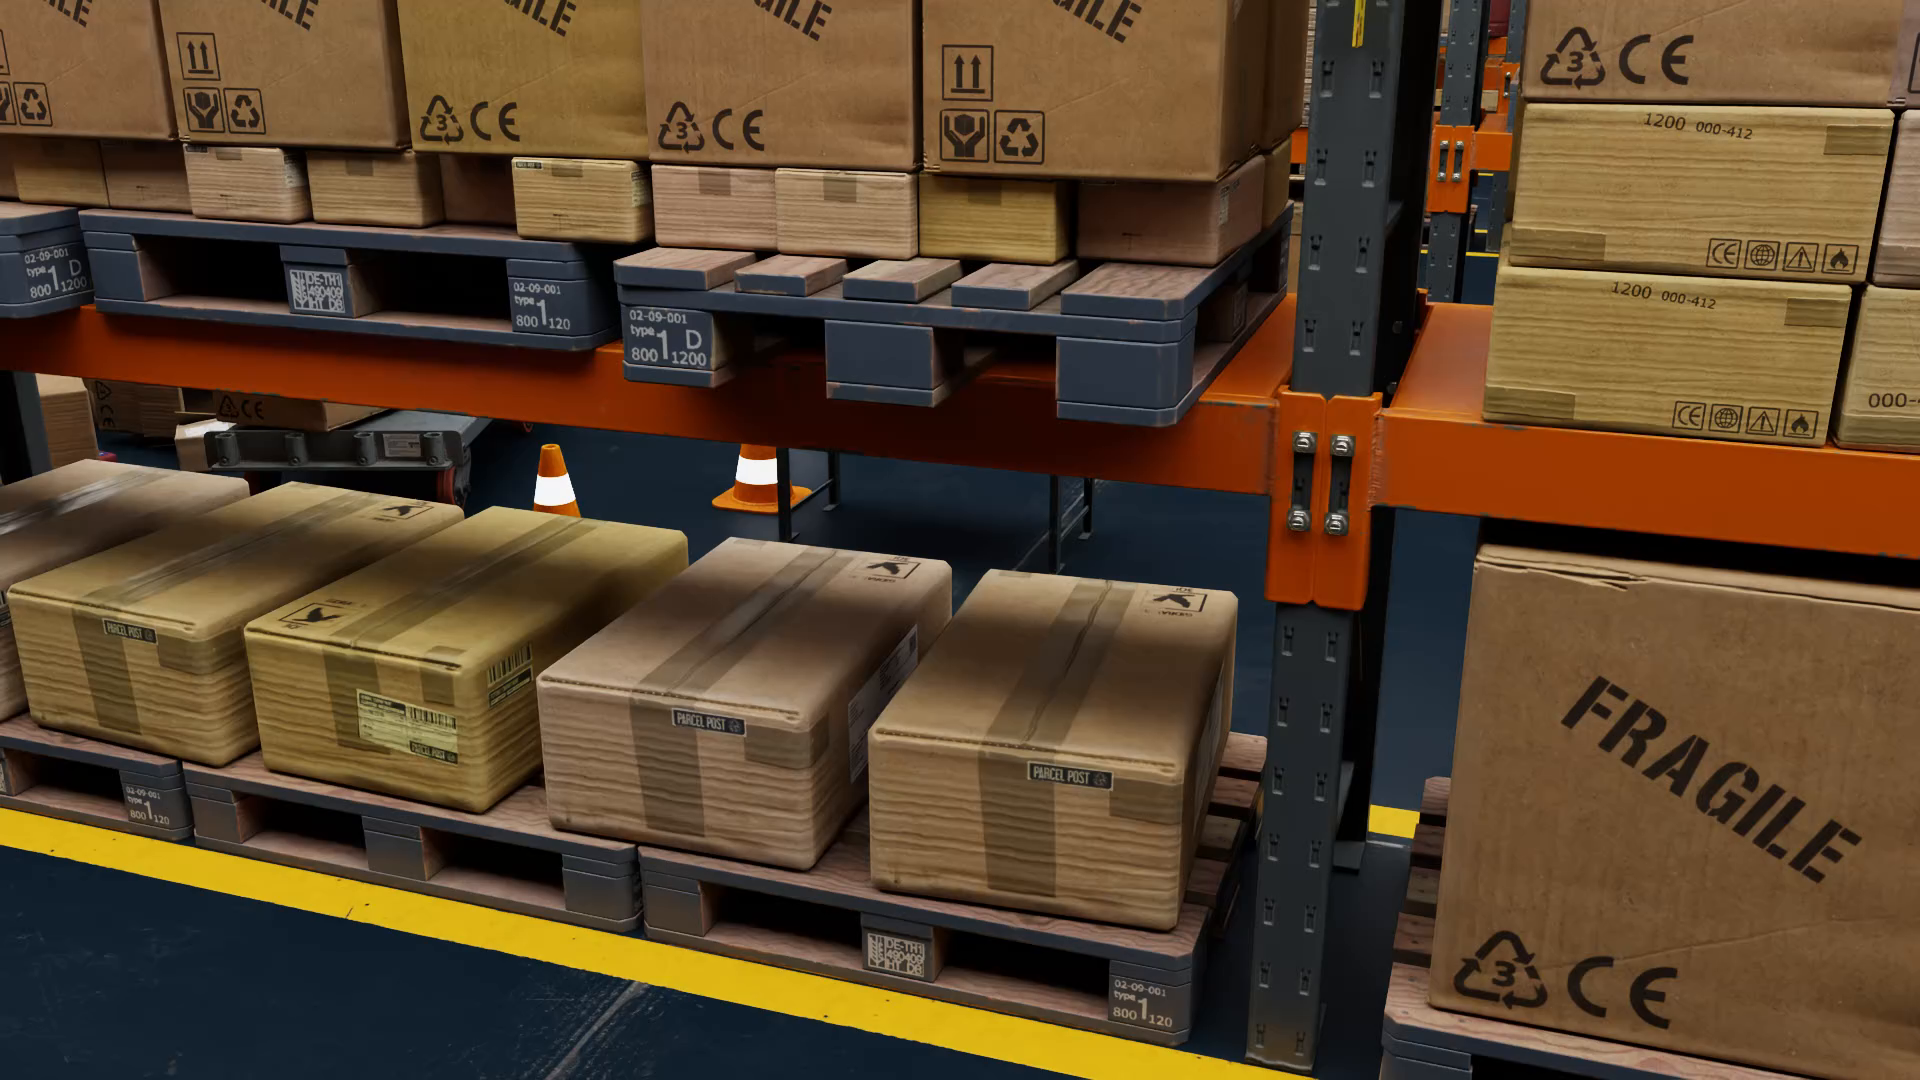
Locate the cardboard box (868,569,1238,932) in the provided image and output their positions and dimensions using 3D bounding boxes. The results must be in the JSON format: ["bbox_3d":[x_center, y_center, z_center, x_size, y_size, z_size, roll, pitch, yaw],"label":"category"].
[{"bbox_3d":[0.240,0.418,3.674,0.625,0.372,0.950,5,20,14],"label":"cardboard box"}]

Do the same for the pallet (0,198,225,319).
[{"bbox_3d":[-2.334,-0.774,4.031,1.213,0.211,1.003,7,20,18],"label":"pallet"}]

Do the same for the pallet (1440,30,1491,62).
[{"bbox_3d":[3.315,-3.595,12.124,1.003,0.211,1.213,7,20,18],"label":"pallet"}]

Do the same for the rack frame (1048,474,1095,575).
[{"bbox_3d":[0.400,-0.663,5.698,0.032,1.500,0.500,7,20,18],"label":"rack frame"}]

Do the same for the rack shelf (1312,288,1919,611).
[{"bbox_3d":[2.660,-0.005,2.625,4.000,0.370,1.077,7,20,18],"label":"rack shelf"}]

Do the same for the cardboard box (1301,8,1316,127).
[{"bbox_3d":[1.786,-2.123,7.457,0.500,0.500,0.500,7,20,18],"label":"cardboard box"}]

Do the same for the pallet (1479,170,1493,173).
[{"bbox_3d":[4.929,-3.961,17.118,1.213,0.211,1.003,7,20,18],"label":"pallet"}]

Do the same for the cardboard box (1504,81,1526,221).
[{"bbox_3d":[1.312,-0.752,3.146,0.500,0.250,0.500,6,20,18],"label":"cardboard box"}]

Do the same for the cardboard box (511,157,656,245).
[{"bbox_3d":[-0.646,-0.677,3.205,0.250,0.149,0.380,7,20,19],"label":"cardboard box"}]

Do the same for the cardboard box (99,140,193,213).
[{"bbox_3d":[-1.601,-0.810,3.585,0.250,0.149,0.380,7,20,18],"label":"cardboard box"}]

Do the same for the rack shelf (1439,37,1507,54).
[{"bbox_3d":[3.759,-5.058,17.122,4.000,0.370,1.077,7,20,18],"label":"rack shelf"}]

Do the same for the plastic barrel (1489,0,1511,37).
[{"bbox_3d":[5.110,-5.202,16.235,0.708,0.536,0.600,7,20,18],"label":"plastic barrel"}]

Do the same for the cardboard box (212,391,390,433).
[{"bbox_3d":[-2.452,-0.726,6.250,0.500,0.500,0.500,7,20,18],"label":"cardboard box"}]

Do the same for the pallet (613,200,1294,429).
[{"bbox_3d":[0.062,-0.514,3.284,1.003,0.211,1.213,7,20,18],"label":"pallet"}]

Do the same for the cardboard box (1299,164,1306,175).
[{"bbox_3d":[2.855,-2.791,12.656,0.500,0.500,0.700,5,20,14],"label":"cardboard box"}]

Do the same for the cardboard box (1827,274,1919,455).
[{"bbox_3d":[1.641,-0.309,2.632,0.500,0.250,0.500,6,20,16],"label":"cardboard box"}]

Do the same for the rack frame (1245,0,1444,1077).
[{"bbox_3d":[0.771,-0.560,3.127,0.127,3.000,1.000,7,20,18],"label":"rack frame"}]

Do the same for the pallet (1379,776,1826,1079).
[{"bbox_3d":[1.491,0.865,3.274,1.213,0.211,1.003,7,20,18],"label":"pallet"}]

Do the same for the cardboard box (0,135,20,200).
[{"bbox_3d":[-2.064,-0.878,3.781,0.250,0.149,0.380,8,21,22],"label":"cardboard box"}]

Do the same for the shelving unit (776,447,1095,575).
[{"bbox_3d":[-0.081,-0.717,5.856,1.048,1.500,0.538,7,20,18],"label":"shelving unit"}]

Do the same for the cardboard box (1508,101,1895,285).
[{"bbox_3d":[1.168,-0.594,2.692,0.500,0.250,0.500,6,20,18],"label":"cardboard box"}]

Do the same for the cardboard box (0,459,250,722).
[{"bbox_3d":[-2.512,0.106,4.569,0.625,0.372,0.950,7,20,19],"label":"cardboard box"}]

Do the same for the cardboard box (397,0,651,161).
[{"bbox_3d":[-0.719,-1.016,3.191,0.500,0.500,0.500,5,20,14],"label":"cardboard box"}]

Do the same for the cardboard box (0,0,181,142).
[{"bbox_3d":[-1.723,-1.127,3.511,0.500,0.500,0.500,6,20,18],"label":"cardboard box"}]

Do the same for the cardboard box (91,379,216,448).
[{"bbox_3d":[-3.410,-0.809,7.426,0.503,0.637,0.797,7,20,18],"label":"cardboard box"}]

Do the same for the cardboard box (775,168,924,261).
[{"bbox_3d":[-0.146,-0.622,3.047,0.250,0.149,0.380,6,20,18],"label":"cardboard box"}]

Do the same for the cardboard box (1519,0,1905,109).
[{"bbox_3d":[1.156,-0.950,2.575,0.500,0.500,0.500,6,20,16],"label":"cardboard box"}]

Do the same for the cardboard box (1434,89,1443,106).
[{"bbox_3d":[6.212,-5.657,21.287,0.500,0.250,0.500,6,20,17],"label":"cardboard box"}]

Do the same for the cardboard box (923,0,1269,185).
[{"bbox_3d":[0.250,-0.909,2.885,0.500,0.500,0.500,6,20,16],"label":"cardboard box"}]

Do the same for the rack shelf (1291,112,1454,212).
[{"bbox_3d":[0.410,-1.987,8.312,4.000,0.370,1.077,7,20,18],"label":"rack shelf"}]

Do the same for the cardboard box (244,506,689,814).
[{"bbox_3d":[-1.174,0.257,4.136,0.625,0.372,0.950,7,20,20],"label":"cardboard box"}]

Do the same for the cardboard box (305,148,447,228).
[{"bbox_3d":[-1.106,-0.745,3.400,0.250,0.149,0.380,6,20,16],"label":"cardboard box"}]

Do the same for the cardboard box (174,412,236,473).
[{"bbox_3d":[-3.073,-0.457,6.983,0.396,0.266,0.258,-7,20,-20],"label":"cardboard box"}]

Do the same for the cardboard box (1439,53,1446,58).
[{"bbox_3d":[7.754,-7.443,26.000,0.500,0.500,0.700,6,20,18],"label":"cardboard box"}]

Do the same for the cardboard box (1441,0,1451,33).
[{"bbox_3d":[3.500,-3.933,12.012,0.500,0.500,0.500,4,20,11],"label":"cardboard box"}]

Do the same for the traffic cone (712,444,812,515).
[{"bbox_3d":[-0.775,-0.376,6.450,0.334,0.463,0.336,7,20,18],"label":"traffic cone"}]

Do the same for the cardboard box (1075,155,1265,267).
[{"bbox_3d":[0.384,-0.602,2.991,0.250,0.149,0.380,7,21,20],"label":"cardboard box"}]

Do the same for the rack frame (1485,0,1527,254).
[{"bbox_3d":[4.023,-3.642,11.966,0.127,3.000,1.000,7,20,18],"label":"rack frame"}]

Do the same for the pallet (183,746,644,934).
[{"bbox_3d":[-1.116,0.539,4.209,1.213,0.211,1.003,7,20,18],"label":"pallet"}]

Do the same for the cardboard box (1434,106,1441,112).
[{"bbox_3d":[3.380,-3.086,12.363,0.500,0.250,0.500,7,21,20],"label":"cardboard box"}]

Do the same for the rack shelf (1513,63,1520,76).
[{"bbox_3d":[5.912,-3.086,11.465,4.000,0.370,1.077,7,20,18],"label":"rack shelf"}]
